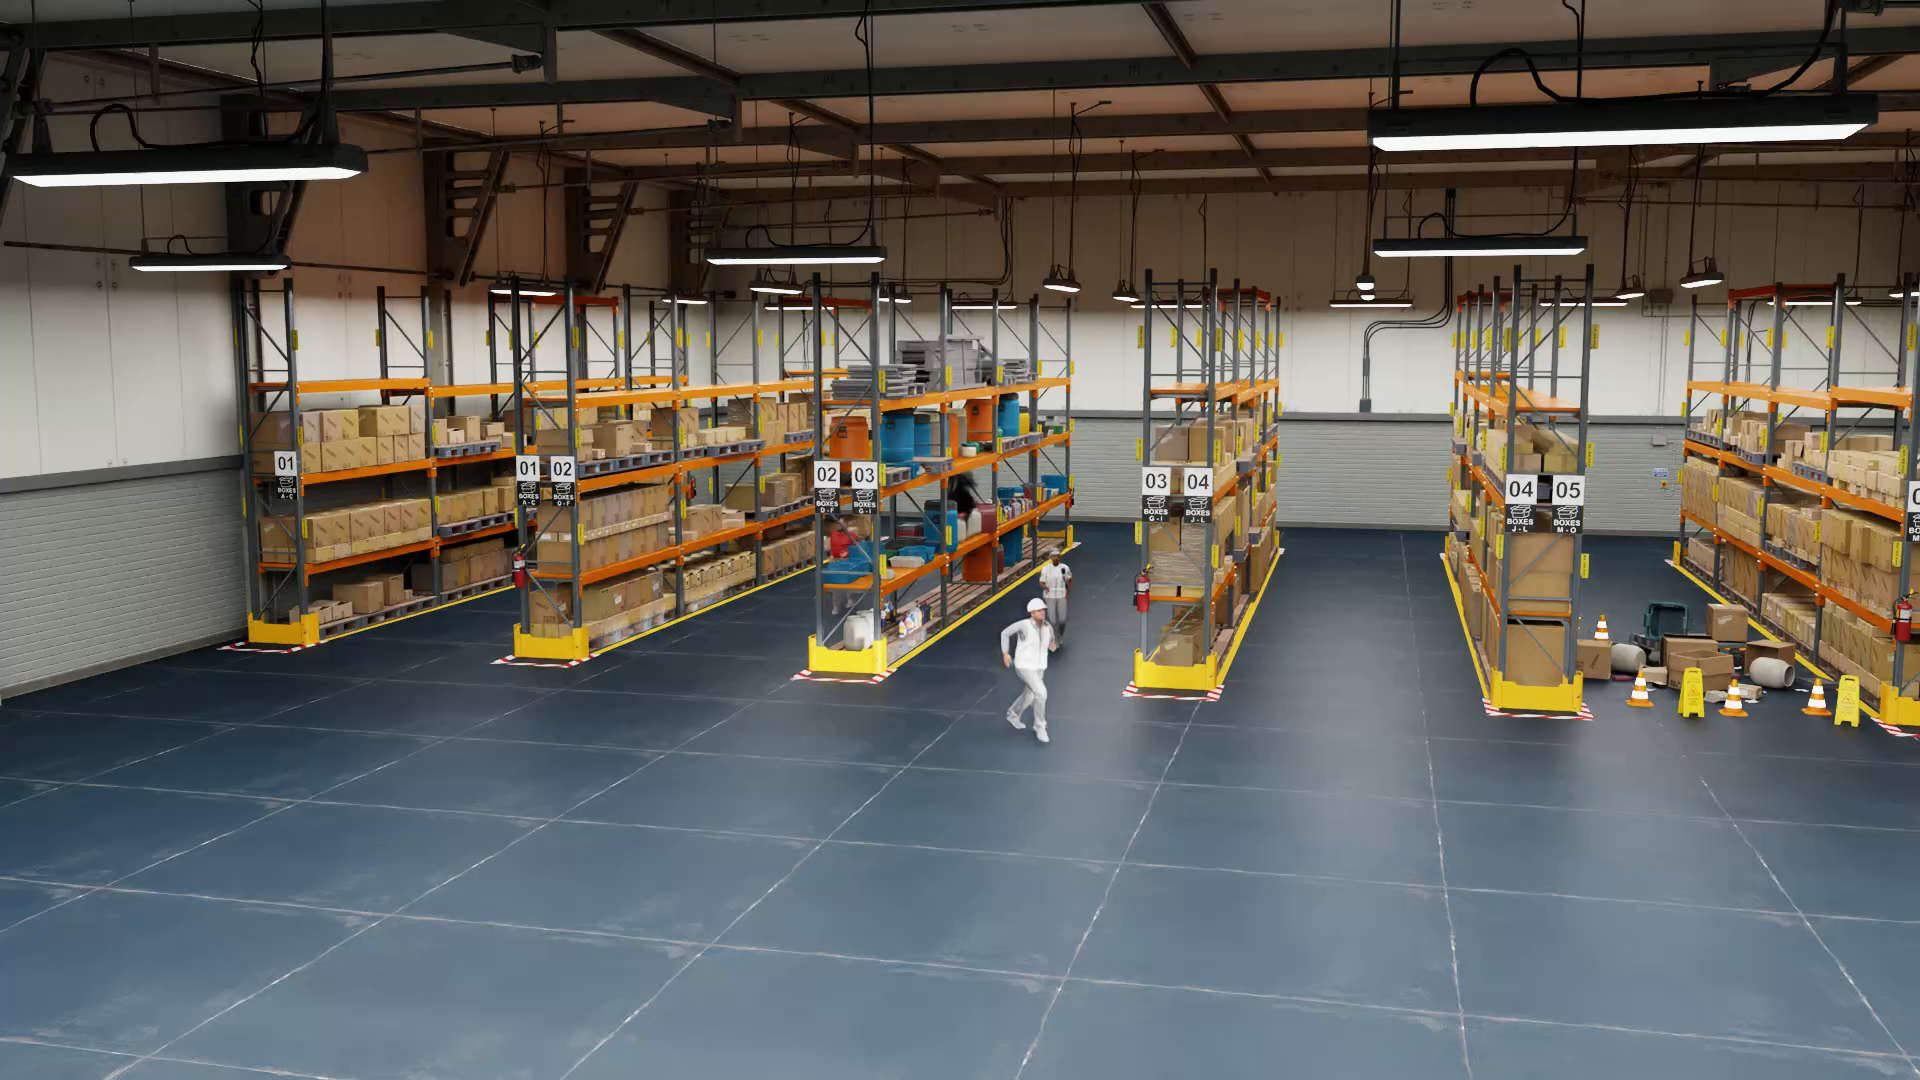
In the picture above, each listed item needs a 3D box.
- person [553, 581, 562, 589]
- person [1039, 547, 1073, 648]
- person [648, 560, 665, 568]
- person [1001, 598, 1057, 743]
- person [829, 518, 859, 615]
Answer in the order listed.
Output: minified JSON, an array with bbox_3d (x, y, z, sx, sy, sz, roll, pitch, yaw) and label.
[{"bbox_3d":[-7.504,0.390,31.098,0.697,1.851,0.796,0,7,3],"label":"person"},{"bbox_3d":[1.566,0.944,26.979,0.565,1.655,0.553,0,7,1],"label":"person"},{"bbox_3d":[-6.685,-0.135,36.189,0.613,1.640,0.726,1,7,11],"label":"person"},{"bbox_3d":[0.881,1.622,21.010,0.679,1.815,0.852,-5,9,-38],"label":"person"},{"bbox_3d":[-2.121,0.477,30.710,0.653,1.784,0.819,2,7,15],"label":"person"}]
